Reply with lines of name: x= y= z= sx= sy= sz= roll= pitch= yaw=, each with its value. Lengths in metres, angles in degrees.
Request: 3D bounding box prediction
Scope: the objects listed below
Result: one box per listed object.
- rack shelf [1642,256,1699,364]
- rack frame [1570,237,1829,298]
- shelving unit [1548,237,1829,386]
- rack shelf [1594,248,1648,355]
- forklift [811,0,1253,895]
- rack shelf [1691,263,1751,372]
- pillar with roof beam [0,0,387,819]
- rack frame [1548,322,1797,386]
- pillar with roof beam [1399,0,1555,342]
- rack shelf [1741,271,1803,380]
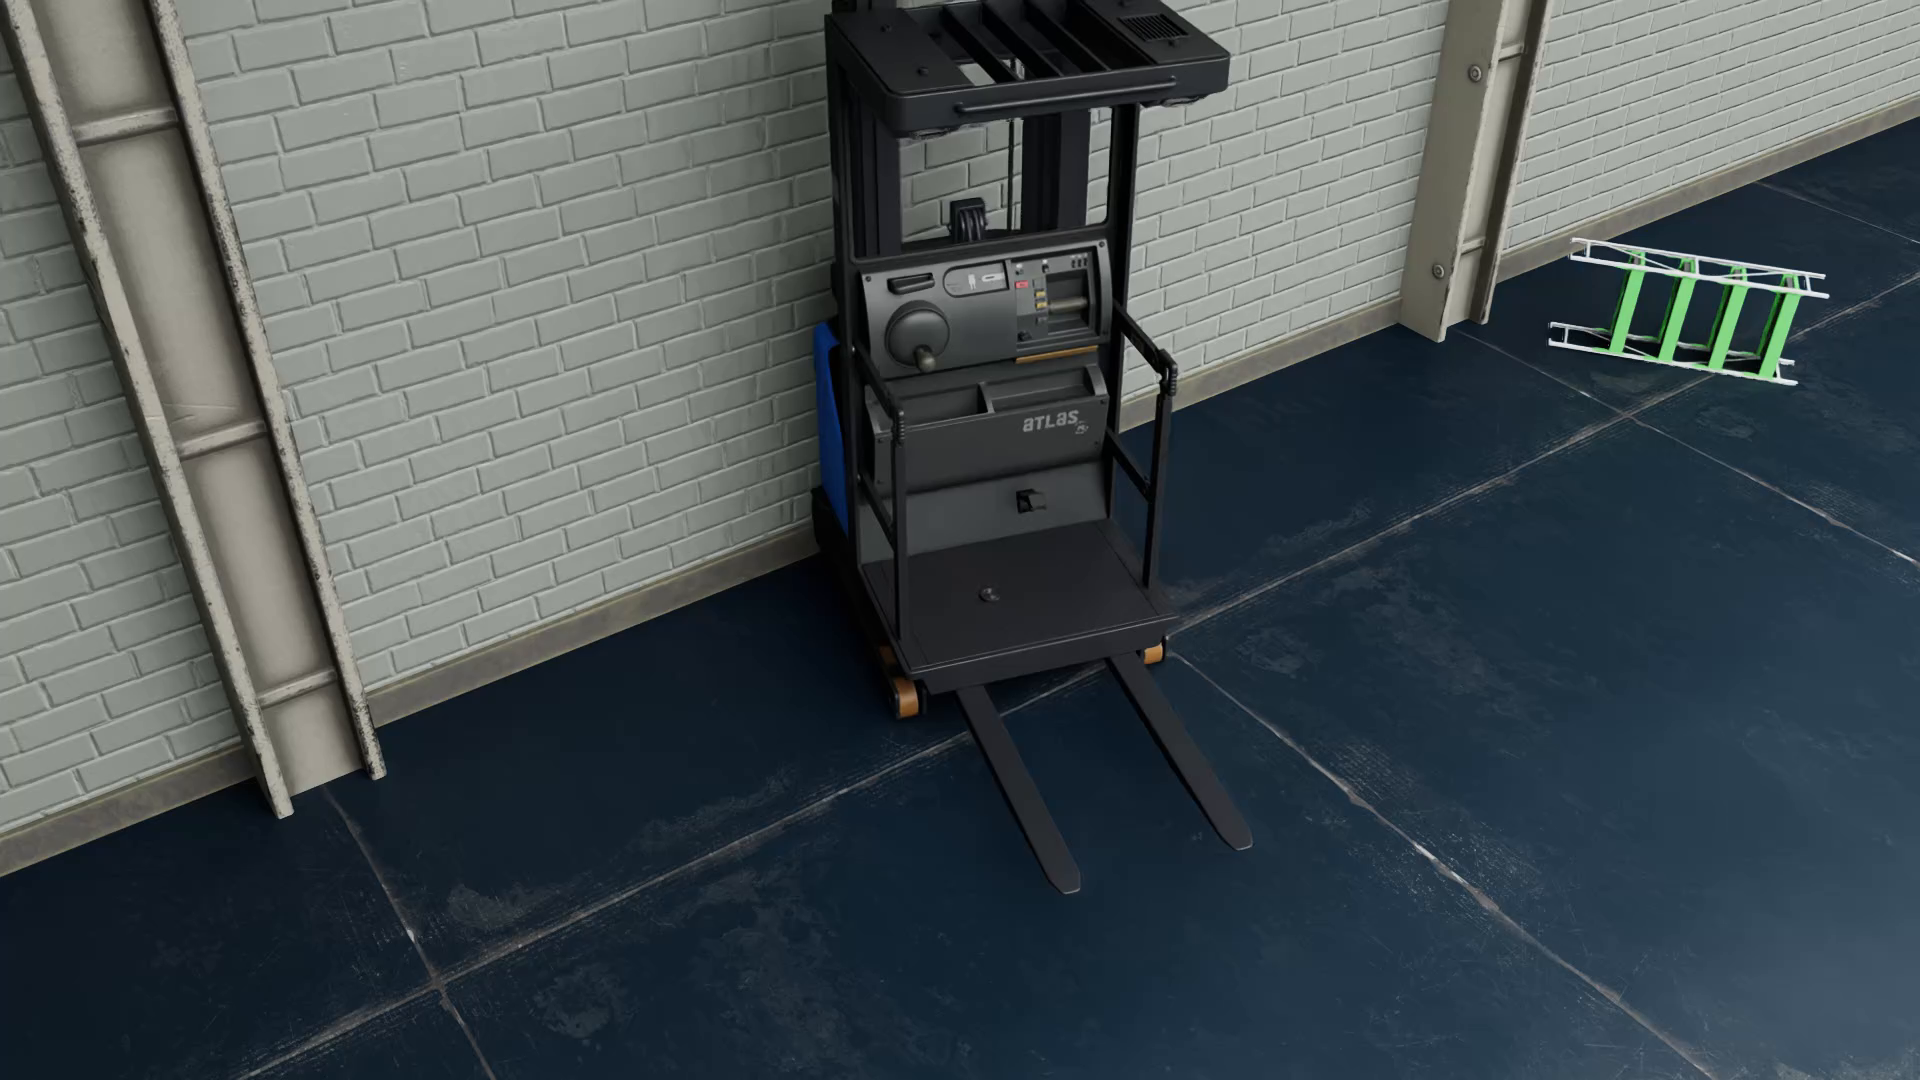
rack shelf: x=3.600 y=-1.174 z=8.433 sx=0.148 sy=0.480 sz=0.258 roll=12 pitch=37 yaw=15
rack frame: x=3.664 y=-1.358 z=8.273 sx=1.200 sy=0.015 sz=0.240 roll=12 pitch=37 yaw=15
shelving unit: x=3.661 y=-1.161 z=8.417 sx=1.200 sy=0.503 sz=0.258 roll=12 pitch=37 yaw=15
rack shelf: x=3.373 y=-1.222 z=8.493 sx=0.148 sy=0.480 sz=0.258 roll=12 pitch=37 yaw=15
forklift: x=0.174 y=-0.780 z=5.825 sx=1.130 sy=2.935 sz=3.031 roll=-11 pitch=37 yaw=-15
rack shelf: x=3.828 y=-1.126 z=8.373 sx=0.148 sy=0.480 sz=0.258 roll=12 pitch=37 yaw=15
pillar with roof beam: x=0.143 y=-0.750 z=0.586 sx=0.400 sy=9.000 sz=9.100 roll=-22 pitch=41 yaw=-28
rack frame: x=3.657 y=-0.964 z=8.560 sx=1.200 sy=0.015 sz=0.240 roll=12 pitch=37 yaw=15
pillar with roof beam: x=5.048 y=-2.768 z=3.392 sx=0.400 sy=9.000 sz=9.100 roll=-22 pitch=41 yaw=-28
rack shelf: x=4.055 y=-1.078 z=8.312 sx=0.148 sy=0.480 sz=0.258 roll=12 pitch=37 yaw=15
